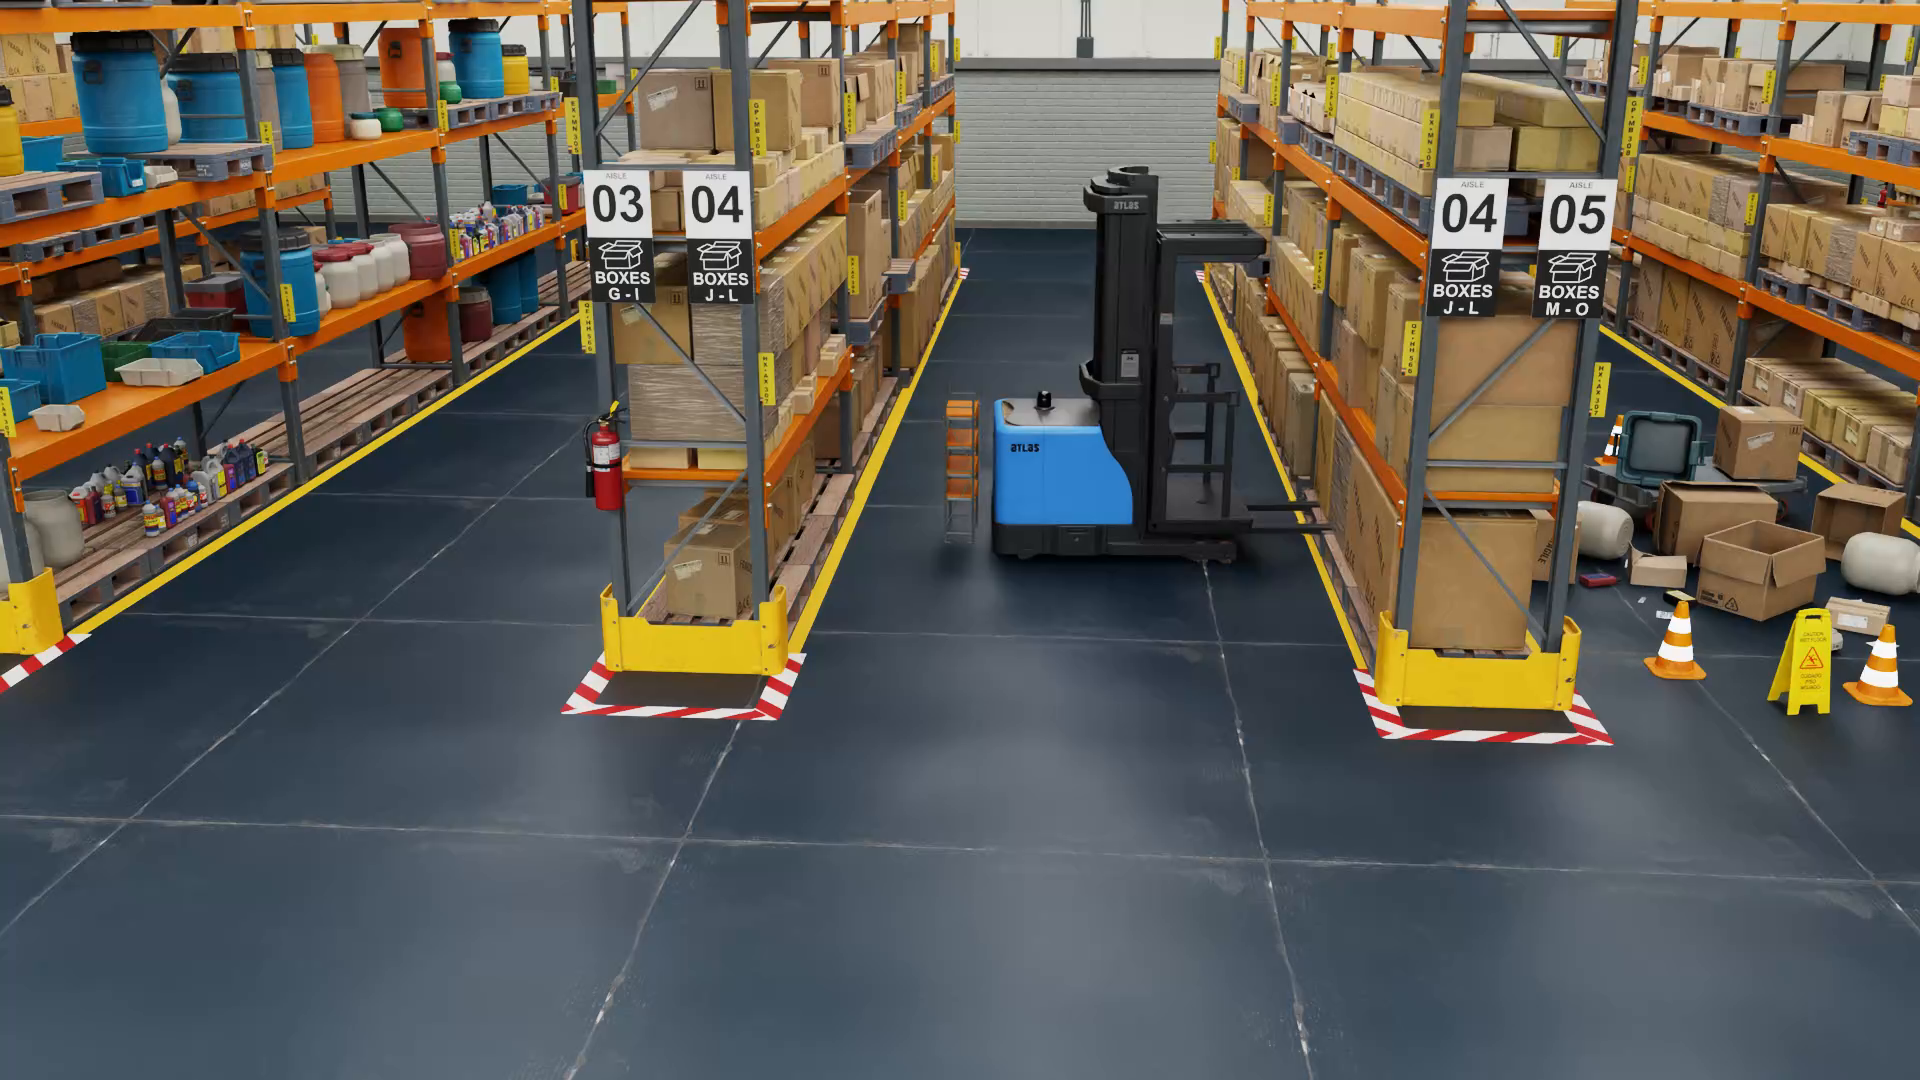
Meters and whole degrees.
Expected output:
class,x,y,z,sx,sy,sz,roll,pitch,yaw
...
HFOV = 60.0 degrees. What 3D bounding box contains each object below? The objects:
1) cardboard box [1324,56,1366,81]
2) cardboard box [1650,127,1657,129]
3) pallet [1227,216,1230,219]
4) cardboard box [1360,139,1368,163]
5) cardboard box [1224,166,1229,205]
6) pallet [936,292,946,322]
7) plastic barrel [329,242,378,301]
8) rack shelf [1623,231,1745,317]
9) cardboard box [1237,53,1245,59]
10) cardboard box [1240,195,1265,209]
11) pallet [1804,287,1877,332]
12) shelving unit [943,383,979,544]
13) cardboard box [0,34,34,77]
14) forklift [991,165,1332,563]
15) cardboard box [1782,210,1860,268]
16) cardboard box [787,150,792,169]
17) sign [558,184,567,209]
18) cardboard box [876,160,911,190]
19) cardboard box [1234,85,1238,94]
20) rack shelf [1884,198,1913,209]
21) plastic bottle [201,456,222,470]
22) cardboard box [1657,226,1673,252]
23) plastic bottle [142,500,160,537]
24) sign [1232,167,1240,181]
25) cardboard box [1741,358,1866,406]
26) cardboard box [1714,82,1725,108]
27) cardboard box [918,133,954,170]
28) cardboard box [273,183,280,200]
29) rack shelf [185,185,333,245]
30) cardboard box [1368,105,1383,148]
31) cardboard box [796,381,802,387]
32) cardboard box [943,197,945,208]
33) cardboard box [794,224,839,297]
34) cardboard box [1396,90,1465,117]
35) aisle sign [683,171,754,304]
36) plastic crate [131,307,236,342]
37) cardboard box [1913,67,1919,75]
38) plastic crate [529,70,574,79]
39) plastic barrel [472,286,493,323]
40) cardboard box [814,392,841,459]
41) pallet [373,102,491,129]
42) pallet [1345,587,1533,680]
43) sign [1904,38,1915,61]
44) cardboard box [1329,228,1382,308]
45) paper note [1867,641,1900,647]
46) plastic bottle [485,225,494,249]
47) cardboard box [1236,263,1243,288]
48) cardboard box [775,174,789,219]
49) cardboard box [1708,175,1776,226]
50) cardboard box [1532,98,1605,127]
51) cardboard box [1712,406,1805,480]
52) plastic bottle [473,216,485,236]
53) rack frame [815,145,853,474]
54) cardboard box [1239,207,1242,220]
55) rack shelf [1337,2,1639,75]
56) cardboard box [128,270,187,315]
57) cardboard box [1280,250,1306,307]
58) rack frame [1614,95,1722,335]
class,x,y,z,sx,sy,sz,roll,pitch,yaw
cardboard box,4.121,-5.050,17.810,0.396,0.266,0.258,1,18,4
cardboard box,9.398,-5.575,22.813,0.380,0.149,0.250,2,18,6
pallet,3.867,-3.851,20.665,1.003,0.211,1.213,1,18,4
cardboard box,3.039,-2.743,11.729,0.380,0.149,0.250,1,18,4
cardboard box,3.895,-4.837,22.729,0.500,0.500,0.500,1,18,4
pallet,-0.741,-3.227,22.933,1.003,0.211,1.213,1,18,4
plastic barrel,-6.016,-2.663,16.514,0.433,0.535,0.433,0,18,0
rack shelf,8.868,-3.134,19.325,1.077,0.370,4.000,1,18,4
cardboard box,3.883,-6.384,22.070,0.380,0.149,0.250,1,18,2
cardboard box,3.472,-3.941,19.407,0.380,0.149,0.250,2,18,6
pallet,8.624,-2.148,15.468,1.003,0.211,1.213,1,18,4
shelving unit,0.012,-0.622,13.393,0.258,1.200,0.503,1,18,4
cardboard box,-10.966,-5.540,18.929,0.500,0.500,0.500,1,18,4
forklift,1.775,-1.379,12.925,3.031,2.935,1.130,0,18,0
cardboard box,8.431,-2.946,16.284,0.500,0.500,0.500,2,18,7
cardboard box,-1.356,-2.618,11.379,0.380,0.149,0.250,0,18,1
sign,-5.265,-4.547,22.039,0.100,0.325,0.005,1,18,4
cardboard box,-1.000,-4.237,19.766,0.797,0.503,0.637,2,18,6
cardboard box,3.880,-5.843,21.862,0.500,0.250,0.500,1,18,4
rack shelf,14.106,-4.266,22.781,1.077,0.370,4.000,1,18,4
plastic bottle,-6.309,-0.588,14.068,0.152,0.276,0.135,1,18,4
cardboard box,8.628,-3.575,19.757,0.500,0.250,0.500,1,18,3
plastic bottle,-6.233,-0.170,12.800,0.097,0.271,0.097,0,18,0
sign,3.525,-4.597,21.245,0.100,0.325,0.005,1,18,4
cardboard box,8.674,-1.630,17.126,0.950,0.372,0.625,0,18,0
cardboard box,8.474,-4.851,18.135,0.396,0.266,0.258,1,18,3
cardboard box,-0.359,-5.830,24.955,0.500,0.500,0.500,2,18,5
cardboard box,-10.339,-5.212,24.353,0.500,0.500,0.500,1,18,3
rack shelf,-10.610,-4.820,24.470,1.077,0.370,4.000,1,18,4
cardboard box,3.073,-2.818,11.315,0.500,0.250,0.500,1,18,4
cardboard box,-1.385,-1.099,12.364,0.380,0.149,0.250,1,18,4
cardboard box,-0.410,-4.767,23.558,0.380,0.149,0.250,1,18,2
cardboard box,-1.239,-2.196,13.064,0.500,0.500,0.500,1,18,4
cardboard box,2.947,-2.731,10.410,0.380,0.149,0.250,2,18,5
aisle sign,-1.439,-1.800,9.925,0.394,0.787,0.004,1,18,4
plastic crate,-6.551,-1.755,14.060,0.767,0.338,0.504,1,18,4
cardboard box,13.945,-6.593,23.673,0.500,0.250,0.500,1,18,3
plastic crate,-5.910,-6.598,24.025,0.504,0.338,0.767,1,18,4
plastic barrel,-6.050,-2.884,20.728,0.421,0.512,0.421,0,18,0
cardboard box,-1.381,-1.045,15.102,0.700,0.500,0.500,0,18,0
pallet,-5.948,-4.757,18.610,1.003,0.211,1.213,1,18,4
pallet,3.186,0.626,11.173,1.003,0.211,1.213,1,18,4
sign,13.708,-7.082,23.999,0.100,0.325,0.005,1,18,4
cardboard box,3.433,-2.162,13.228,0.875,0.550,0.550,1,18,4
paper note,6.233,0.703,11.228,0.148,0.019,0.142,-5,19,-15
plastic bottle,-5.618,-3.616,19.828,0.061,0.283,0.133,1,18,4
cardboard box,3.750,-3.320,20.874,0.500,0.250,0.500,0,18,1
cardboard box,-1.410,-2.249,10.894,0.500,0.250,0.500,1,18,3
cardboard box,8.529,-3.703,18.140,0.500,0.500,0.500,2,18,5
cardboard box,3.548,-2.477,9.637,0.380,0.149,0.250,1,18,5
cardboard box,6.660,-0.814,13.890,0.500,0.500,0.500,1,18,4
plastic bottle,-5.793,-3.732,20.074,0.144,0.351,0.185,1,18,4
rack frame,-1.447,-1.833,14.201,1.000,3.000,0.127,1,18,4
cardboard box,3.470,-3.799,19.453,0.380,0.149,0.250,1,18,3
rack shelf,3.350,-3.389,11.112,1.077,0.370,4.000,1,18,4
cardboard box,-10.547,-3.248,21.827,0.500,0.500,0.500,1,18,4
cardboard box,3.408,-2.533,16.176,0.500,0.500,0.500,1,18,4
rack frame,9.011,-4.097,21.108,1.000,3.000,0.127,1,18,4
